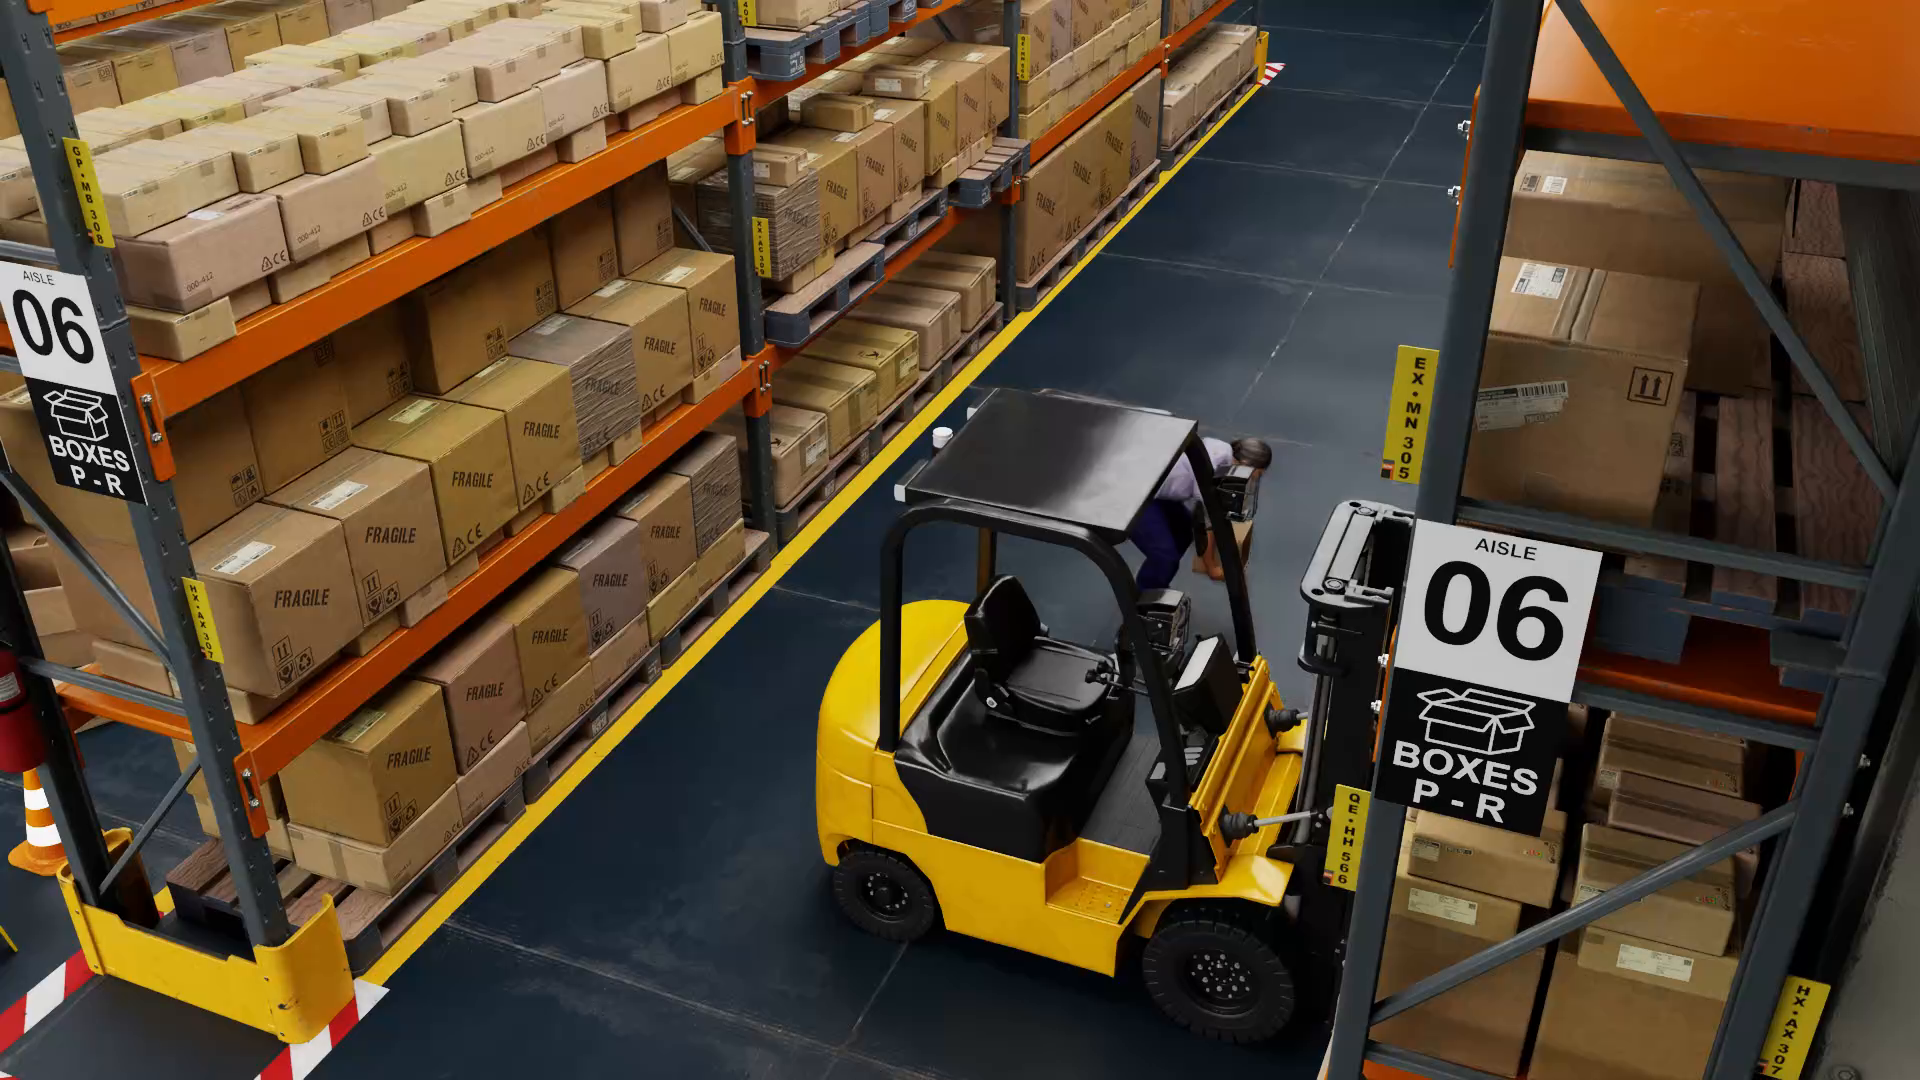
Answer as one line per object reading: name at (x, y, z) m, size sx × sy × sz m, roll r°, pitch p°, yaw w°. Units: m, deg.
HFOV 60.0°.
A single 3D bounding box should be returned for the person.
person at (1.233, -0.062, 8.998) m, size 0.811 × 1.172 × 0.459 m, roll 10°, pitch 31°, yaw 17°
